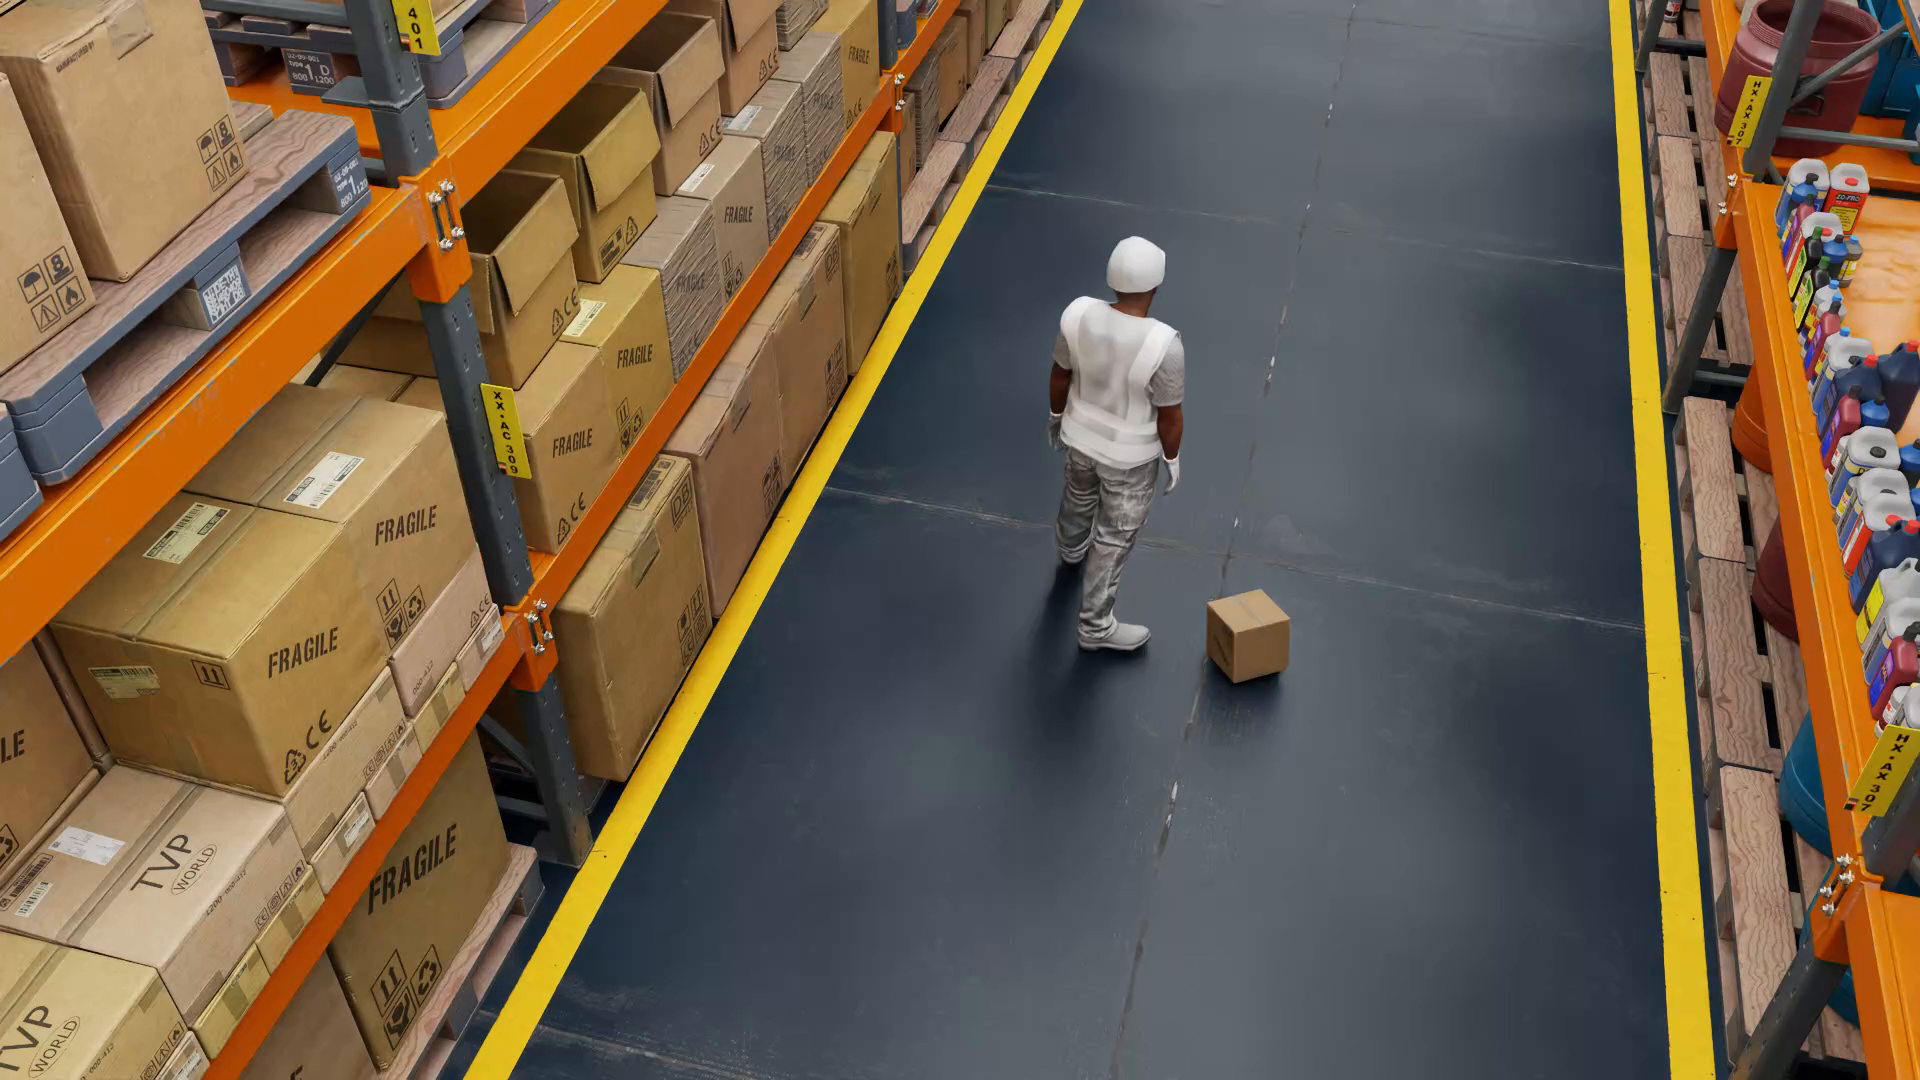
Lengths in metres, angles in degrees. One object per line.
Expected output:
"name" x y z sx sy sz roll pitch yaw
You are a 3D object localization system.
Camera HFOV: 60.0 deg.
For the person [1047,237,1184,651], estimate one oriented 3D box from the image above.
"person" 0.603 -0.445 6.629 0.703 1.767 0.673 29 48 30
